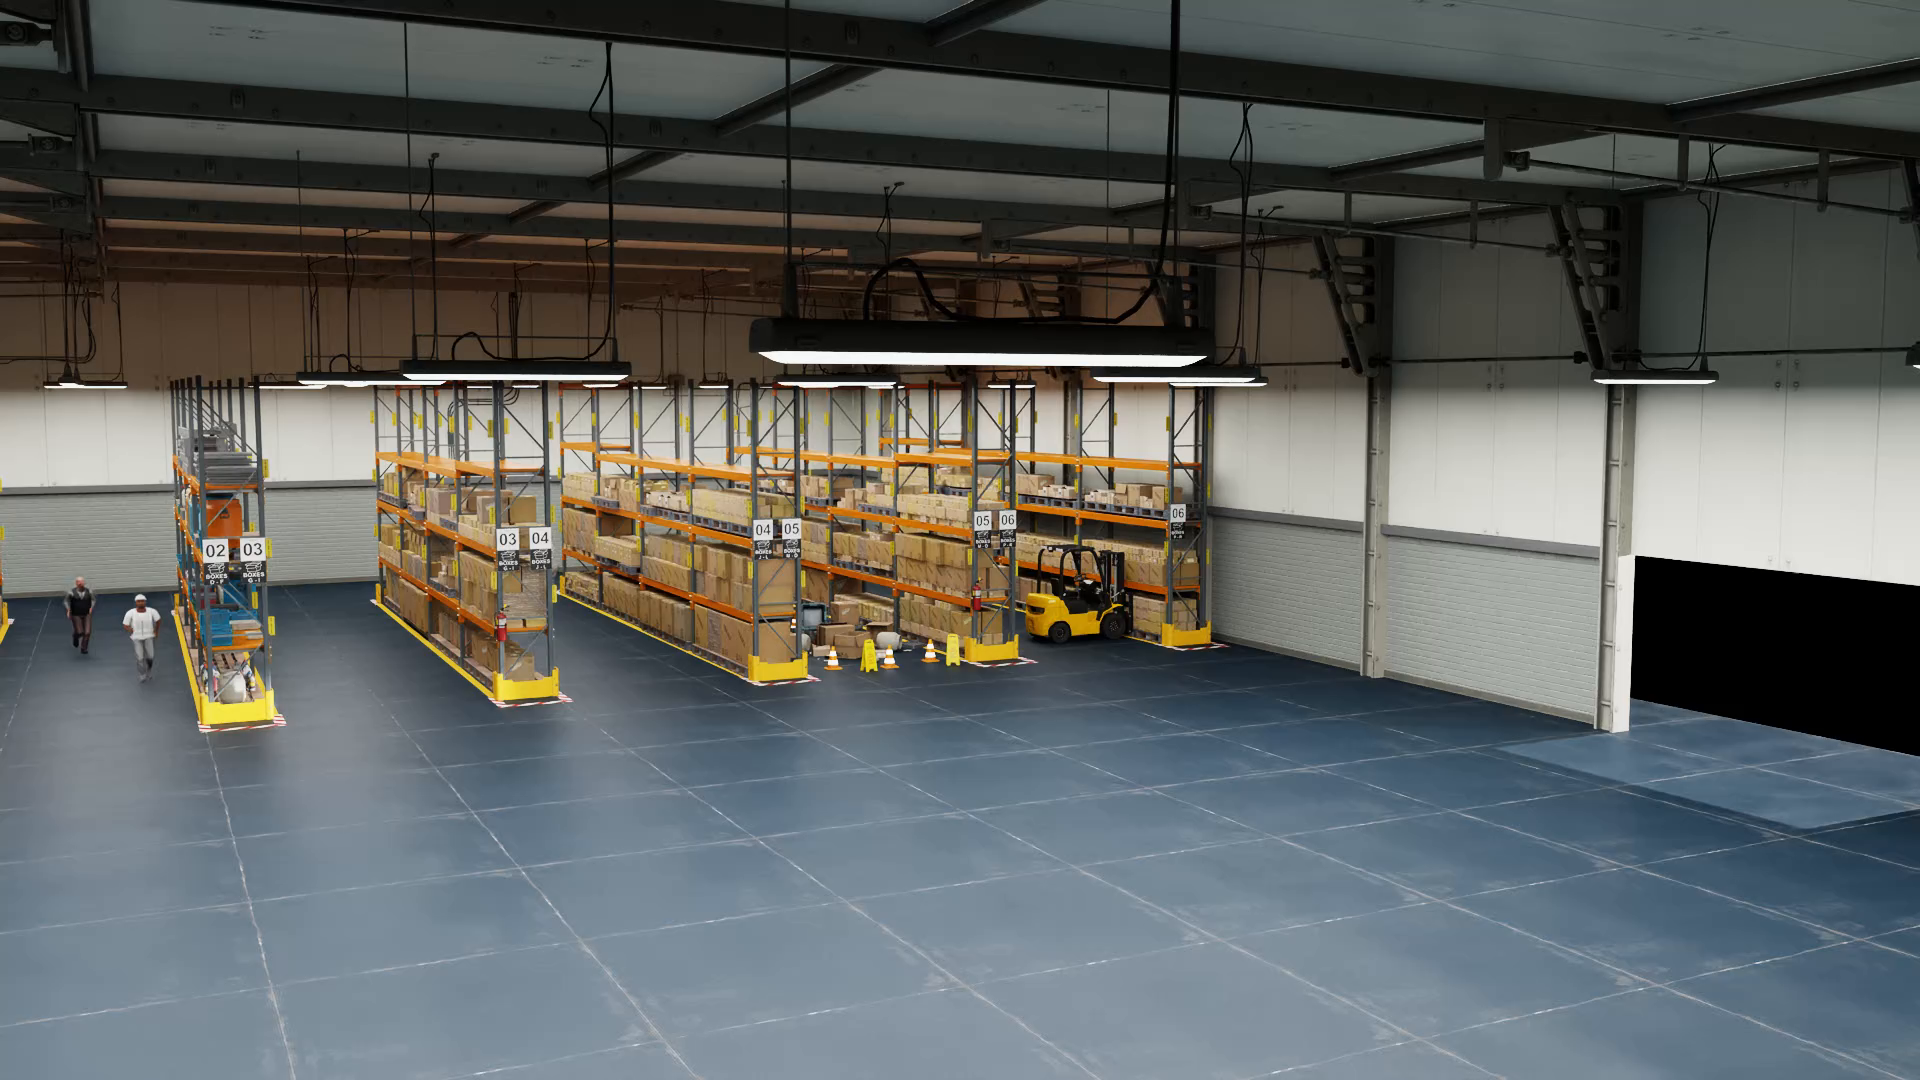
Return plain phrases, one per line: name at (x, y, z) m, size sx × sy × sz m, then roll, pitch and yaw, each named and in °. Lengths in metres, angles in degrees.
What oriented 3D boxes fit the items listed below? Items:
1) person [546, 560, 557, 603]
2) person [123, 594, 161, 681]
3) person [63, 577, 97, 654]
person at (-10.858, 1.033, 43.690) m, size 0.551 × 1.552 × 0.789 m, roll -2°, pitch 5°, yaw -18°
person at (-16.113, 1.937, 32.805) m, size 0.688 × 1.721 × 0.582 m, roll -3°, pitch 6°, yaw -29°
person at (-19.261, 1.654, 36.455) m, size 0.662 × 1.676 × 0.581 m, roll -4°, pitch 6°, yaw -38°
